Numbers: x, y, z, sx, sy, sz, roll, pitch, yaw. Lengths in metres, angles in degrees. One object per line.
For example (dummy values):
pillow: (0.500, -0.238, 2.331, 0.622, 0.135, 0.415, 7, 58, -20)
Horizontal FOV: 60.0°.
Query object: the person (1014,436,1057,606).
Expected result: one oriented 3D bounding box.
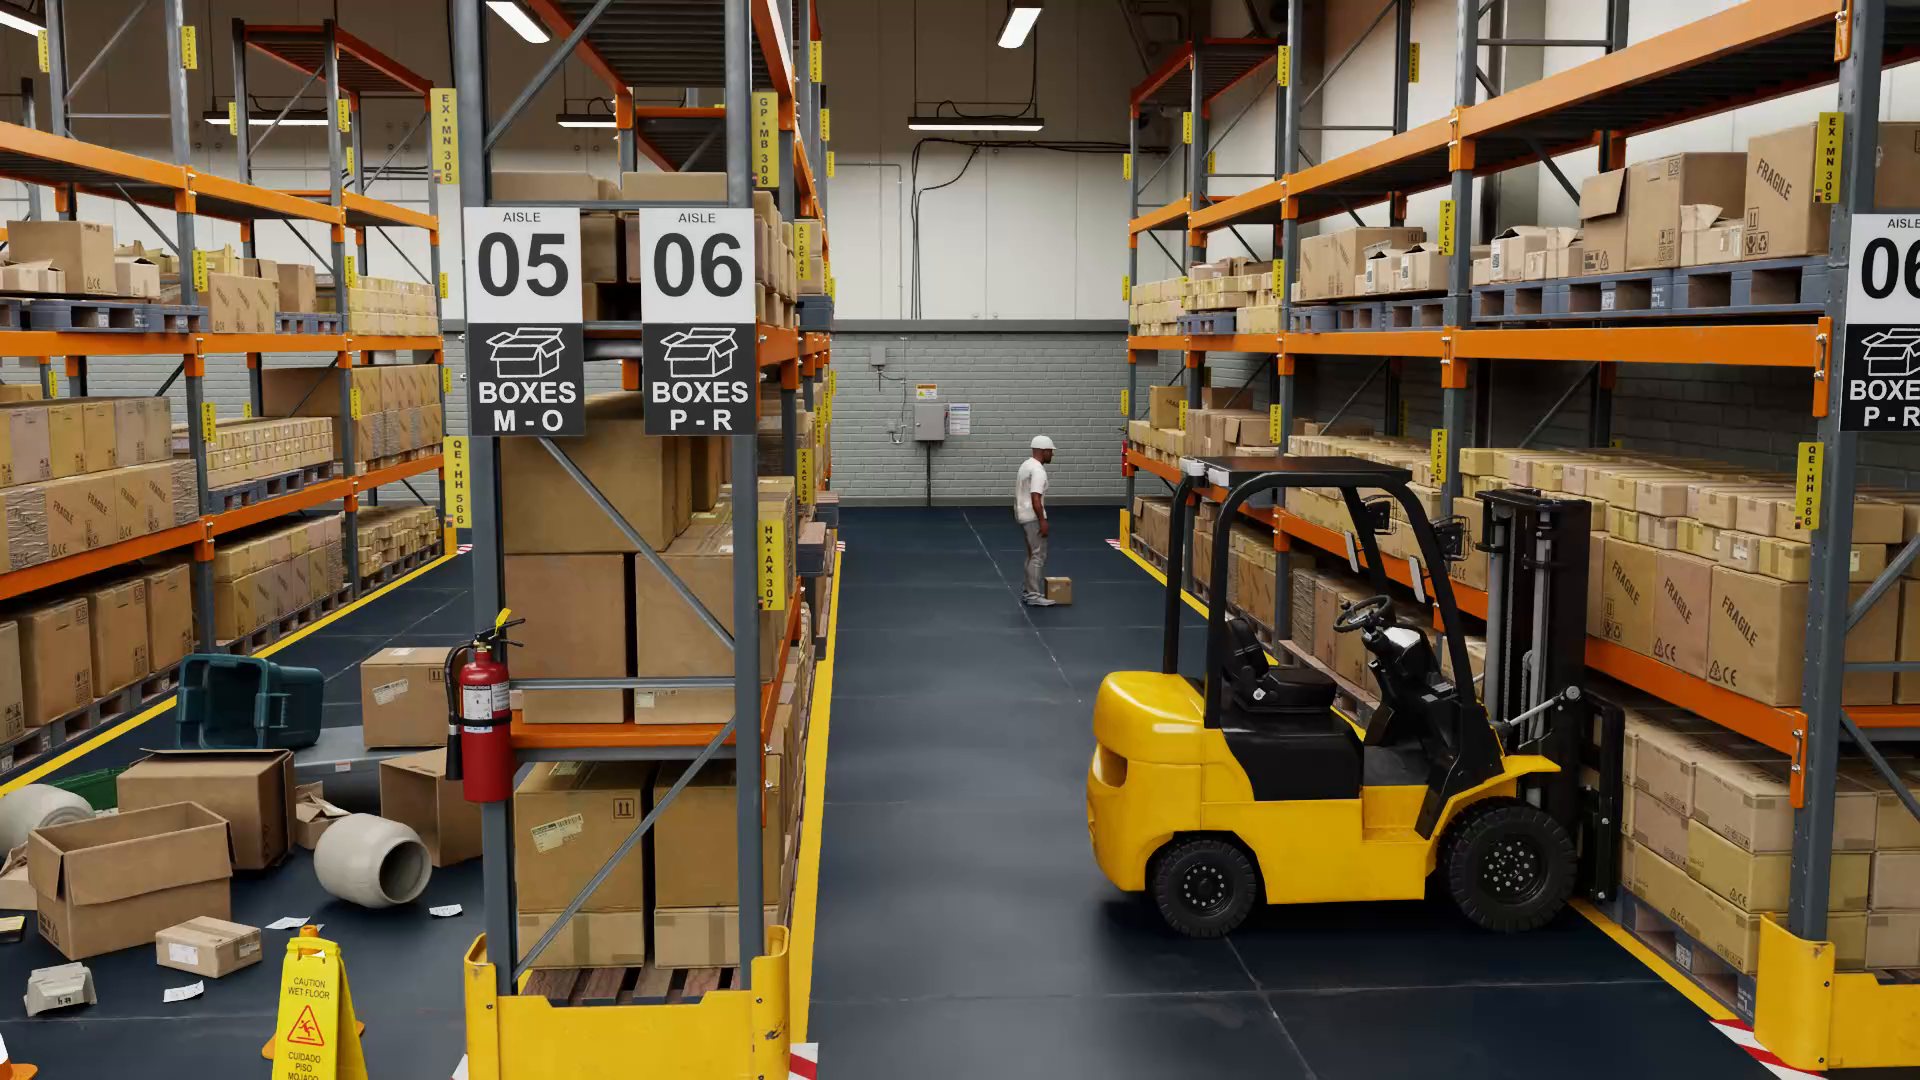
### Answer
person: (0.803, -0.214, 17.453, 0.454, 1.761, 0.636, -1, 7, -6)
